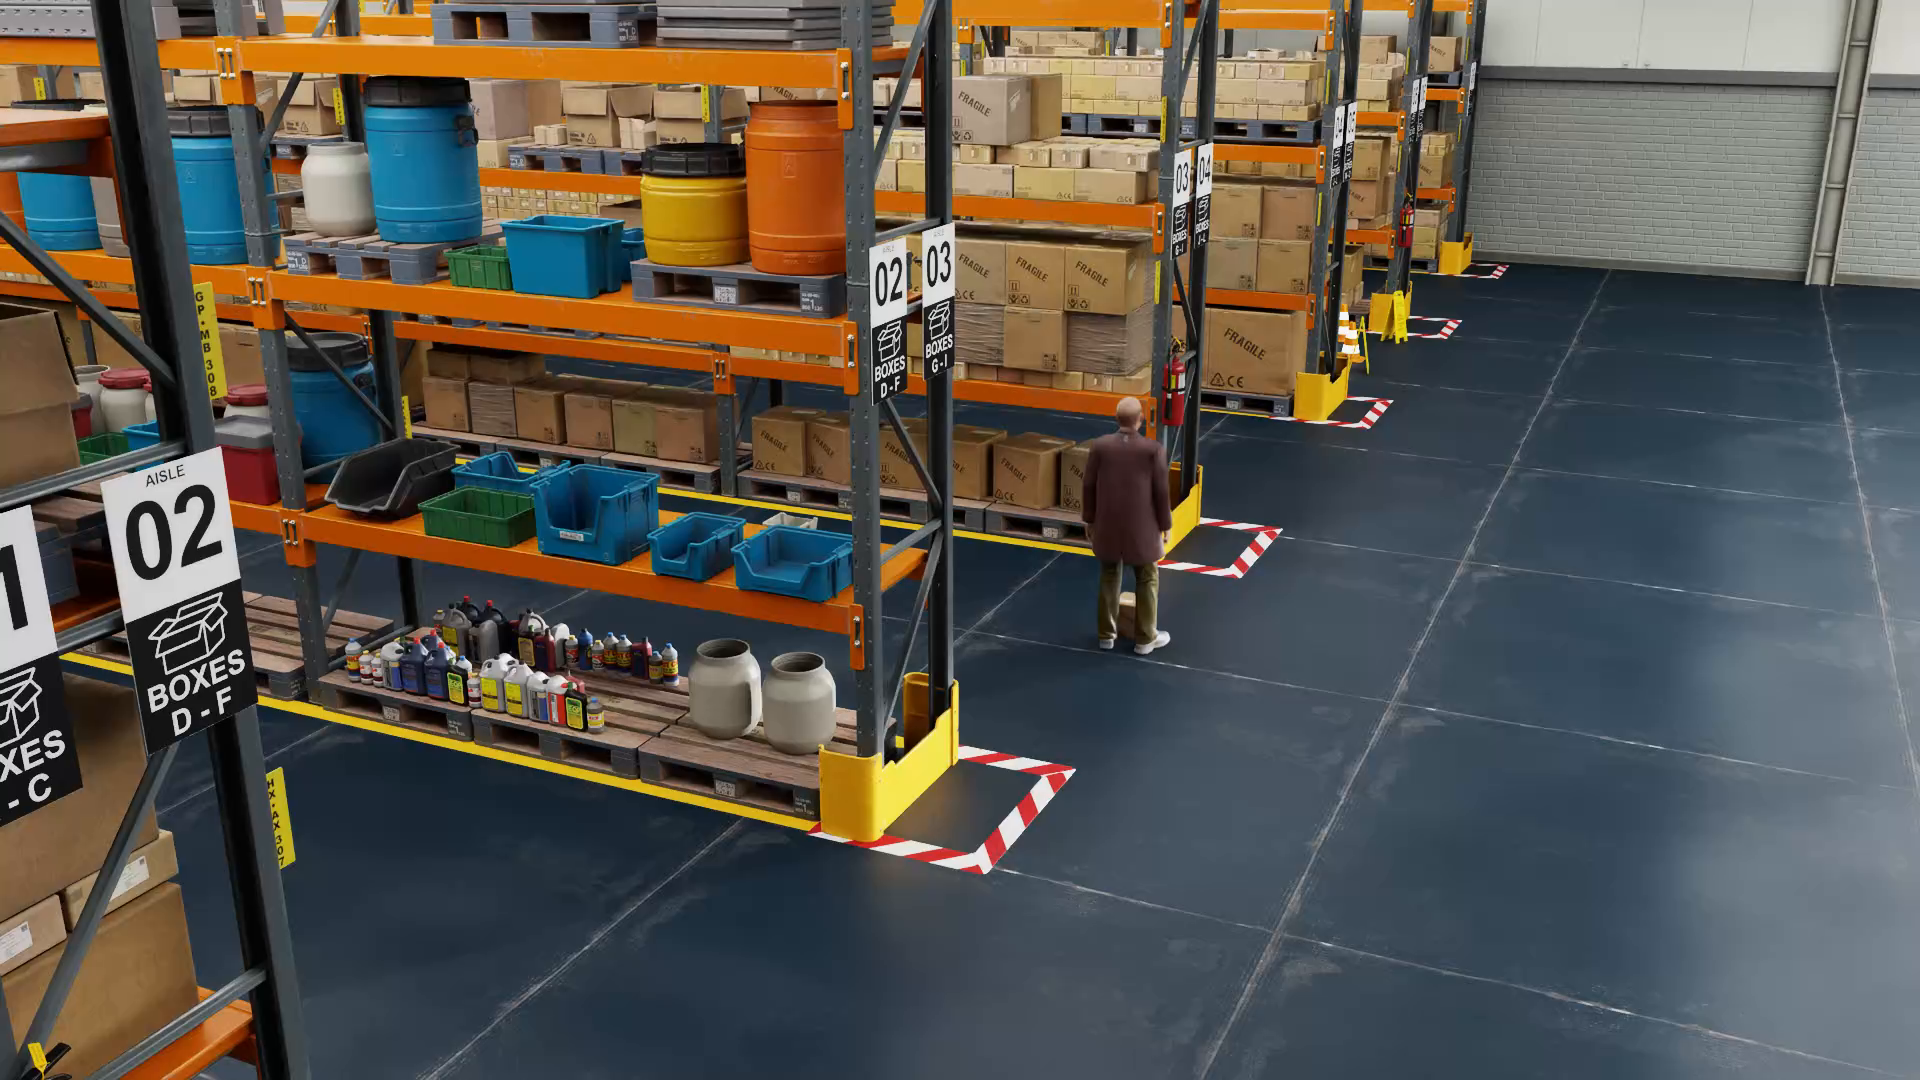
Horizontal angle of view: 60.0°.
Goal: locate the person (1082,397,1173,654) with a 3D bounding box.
[{"bbox_3d":[1.145,-0.104,11.396,0.643,1.772,0.429,7,20,20],"label":"person"}]
